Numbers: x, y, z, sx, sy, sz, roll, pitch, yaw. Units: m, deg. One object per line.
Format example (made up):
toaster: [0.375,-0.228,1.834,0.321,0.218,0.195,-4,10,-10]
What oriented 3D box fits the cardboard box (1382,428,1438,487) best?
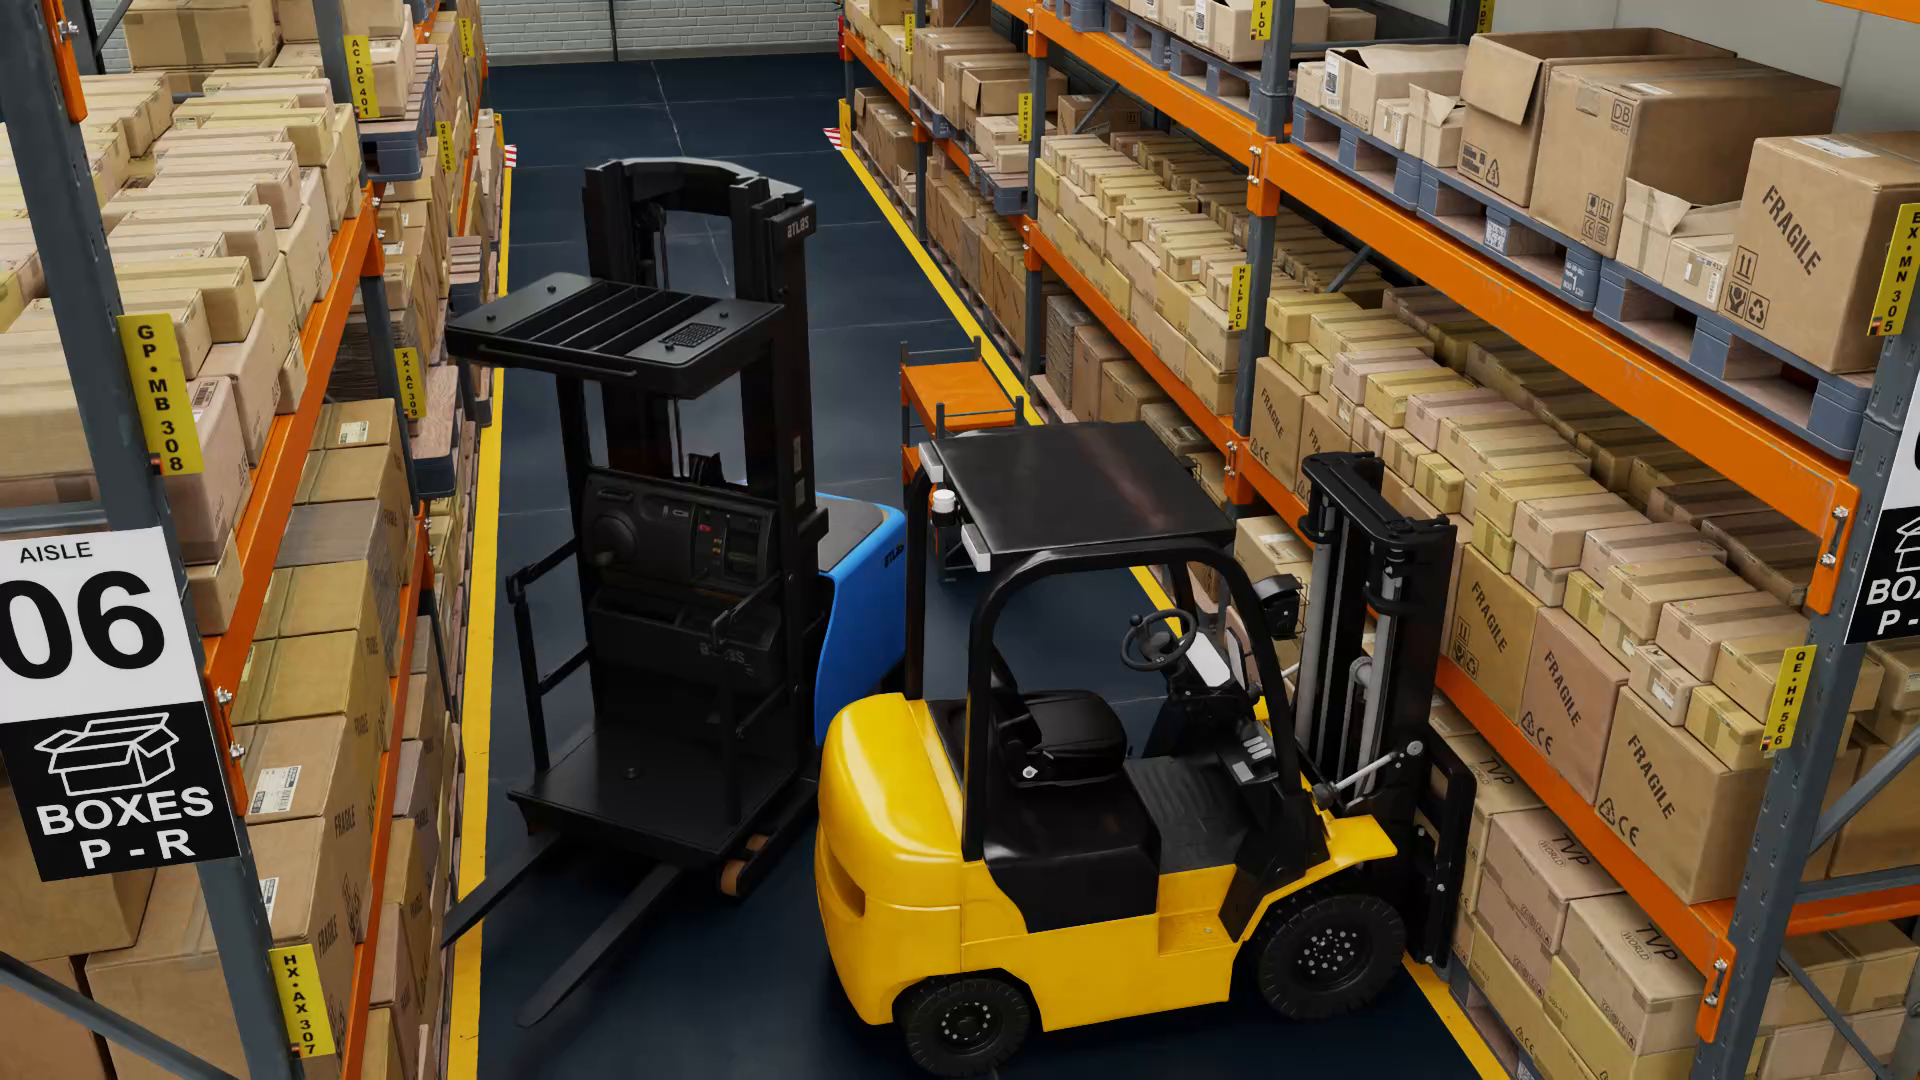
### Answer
cardboard box: [1.959,-0.354,6.791,0.380,0.149,0.250,-7,28,-13]

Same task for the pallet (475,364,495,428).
pallet: [-3.958,-1.110,12.215,1.003,0.211,1.213,-6,27,-12]

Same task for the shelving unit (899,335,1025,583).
shelving unit: [-0.002,-0.505,10.002,0.538,1.125,1.048,-6,27,-12]

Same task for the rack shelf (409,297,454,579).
rack shelf: [-3.403,-0.802,9.309,1.077,0.370,4.000,-6,27,-12]

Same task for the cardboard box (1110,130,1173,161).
cardboard box: [1.252,-2.719,11.477,0.380,0.149,0.250,-5,27,-10]

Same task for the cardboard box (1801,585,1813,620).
cardboard box: [2.918,0.246,5.273,0.380,0.149,0.250,-5,27,-10]

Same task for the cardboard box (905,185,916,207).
cardboard box: [-0.332,-3.392,16.340,0.380,0.149,0.250,-7,28,-13]

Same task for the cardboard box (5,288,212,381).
cardboard box: [-2.001,-0.474,3.925,0.380,0.149,0.250,-6,27,-12]

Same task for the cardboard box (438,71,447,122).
cardboard box: [-3.848,-2.950,11.546,0.500,0.500,0.500,-6,27,-11]

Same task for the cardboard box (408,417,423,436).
cardboard box: [-2.769,-0.595,7.913,0.380,0.149,0.250,-6,27,-11]

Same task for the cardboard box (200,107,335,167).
cardboard box: [-2.377,-1.381,5.722,0.380,0.149,0.250,-5,27,-10]

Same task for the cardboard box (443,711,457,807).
cardboard box: [-2.557,1.027,7.472,0.500,0.250,0.500,-5,27,-9]

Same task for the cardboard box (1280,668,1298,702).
cardboard box: [1.799,0.756,8.008,0.500,0.250,0.500,-7,28,-13]

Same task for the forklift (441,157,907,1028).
forklift: [-1.304,0.016,6.966,1.130,2.935,3.031,11,29,21]

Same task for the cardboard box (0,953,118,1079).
cardboard box: [-2.441,1.123,4.255,0.500,0.500,0.500,-6,27,-13]

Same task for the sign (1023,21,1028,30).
sign: [0.620,-4.838,15.221,0.100,0.325,0.005,-6,27,-12]

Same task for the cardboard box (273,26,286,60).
cardboard box: [-3.334,-2.169,7.590,0.500,0.250,0.500,-6,27,-11]

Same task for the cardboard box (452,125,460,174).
cardboard box: [-3.943,-2.852,12.183,0.500,0.250,0.500,-6,27,-12]

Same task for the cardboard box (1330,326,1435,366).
cardboard box: [1.879,-0.831,7.407,0.380,0.149,0.250,-6,27,-13]

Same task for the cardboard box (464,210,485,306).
cardboard box: [-4.125,-1.944,12.664,0.875,0.875,0.875,-6,27,-11]

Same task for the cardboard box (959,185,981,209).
cardboard box: [0.203,-2.982,14.417,0.380,0.149,0.250,-6,27,-12]

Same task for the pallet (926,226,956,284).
pallet: [0.300,-2.665,15.295,1.003,0.211,1.213,-6,27,-12]

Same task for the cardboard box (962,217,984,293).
cardboard box: [0.319,-2.419,14.021,0.500,0.500,0.500,-7,28,-13]

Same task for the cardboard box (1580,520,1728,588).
cardboard box: [2.344,0.068,5.625,0.380,0.149,0.250,-6,27,-11]

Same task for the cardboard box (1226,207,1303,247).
cardboard box: [1.777,-1.826,9.708,0.380,0.149,0.250,-6,27,-12]

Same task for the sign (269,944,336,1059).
sign: [-1.522,1.069,3.842,0.100,0.325,0.005,-6,27,-12]

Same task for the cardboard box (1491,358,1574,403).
cardboard box: [2.495,-0.660,7.067,0.380,0.149,0.250,-6,27,-12]

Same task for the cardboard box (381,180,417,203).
cardboard box: [-3.210,-1.966,9.189,0.380,0.149,0.250,-7,28,-14]

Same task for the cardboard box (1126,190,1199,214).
cardboard box: [1.220,-2.001,10.055,0.380,0.149,0.250,-6,27,-12]

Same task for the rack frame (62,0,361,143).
rack frame: [-2.952,-2.923,6.055,1.000,3.000,0.127,-6,27,-12]

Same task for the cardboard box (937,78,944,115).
cardboard box: [0.019,-3.742,14.017,0.396,0.266,0.258,-5,27,-9]

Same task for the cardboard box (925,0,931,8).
cardboard box: [-0.344,-5.683,18.017,0.500,0.250,0.500,-6,27,-11]

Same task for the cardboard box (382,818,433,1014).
cardboard box: [-2.196,1.373,5.953,0.500,0.500,0.500,-5,27,-11]

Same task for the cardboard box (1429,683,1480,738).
cardboard box: [2.026,0.761,6.889,0.500,0.250,0.500,-7,28,-13]

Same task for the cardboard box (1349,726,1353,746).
cardboard box: [1.909,0.752,7.461,0.500,0.250,0.500,-6,27,-12]

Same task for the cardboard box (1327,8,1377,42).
cardboard box: [1.883,-2.603,8.450,0.380,0.149,0.250,-6,27,-12]

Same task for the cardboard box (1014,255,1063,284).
cardboard box: [0.624,-2.059,12.589,0.380,0.149,0.250,-7,28,-14]

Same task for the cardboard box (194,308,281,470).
cardboard box: [-2.008,-0.364,4.150,0.500,0.250,0.500,-6,27,-12]

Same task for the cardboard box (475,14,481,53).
cardboard box: [-5.191,-5.151,17.016,0.500,0.500,0.500,-7,28,-13]

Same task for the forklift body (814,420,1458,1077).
forklift body: [0.580,0.737,6.403,2.313,2.155,1.214,-6,27,-12]

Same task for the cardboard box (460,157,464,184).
cardboard box: [-4.079,-2.846,12.725,0.500,0.250,0.500,-6,27,-12]

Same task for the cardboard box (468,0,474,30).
cardboard box: [-4.950,-5.152,15.908,0.500,0.500,0.500,-6,27,-12]

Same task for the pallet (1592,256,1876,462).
pallet: [2.650,-0.608,4.894,1.003,0.211,1.213,-6,27,-12]

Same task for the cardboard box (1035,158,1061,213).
cardboard box: [0.819,-2.441,11.369,0.500,0.250,0.500,-6,27,-12]

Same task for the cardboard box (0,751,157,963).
cardboard box: [-2.378,0.685,4.013,0.700,0.500,0.500,-7,28,-13]

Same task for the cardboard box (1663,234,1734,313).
cardboard box: [2.302,-0.787,4.853,0.380,0.149,0.250,-7,28,-13]

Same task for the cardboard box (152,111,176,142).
cardboard box: [-3.120,-1.429,6.260,0.500,0.250,0.500,-7,28,-13]

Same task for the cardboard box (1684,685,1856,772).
cardboard box: [2.433,0.547,5.006,0.380,0.149,0.250,-6,27,-11]

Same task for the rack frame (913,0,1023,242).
rack frame: [0.080,-4.263,15.367,1.000,3.000,0.127,-6,27,-12]

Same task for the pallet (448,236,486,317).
pallet: [-3.589,-1.614,10.331,1.213,0.211,1.003,-6,27,-12]

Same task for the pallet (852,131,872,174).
pallet: [-0.624,-4.391,18.715,1.003,0.211,1.213,-6,27,-12]

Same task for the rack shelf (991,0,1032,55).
rack shelf: [0.531,-4.403,13.114,1.077,0.370,4.000,-6,27,-12]

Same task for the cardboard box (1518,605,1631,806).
cardboard box: [2.310,0.542,5.736,0.500,0.500,0.500,-5,27,-10]

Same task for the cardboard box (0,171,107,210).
cardboard box: [-2.768,-0.983,4.933,0.380,0.149,0.250,-5,27,-11]
